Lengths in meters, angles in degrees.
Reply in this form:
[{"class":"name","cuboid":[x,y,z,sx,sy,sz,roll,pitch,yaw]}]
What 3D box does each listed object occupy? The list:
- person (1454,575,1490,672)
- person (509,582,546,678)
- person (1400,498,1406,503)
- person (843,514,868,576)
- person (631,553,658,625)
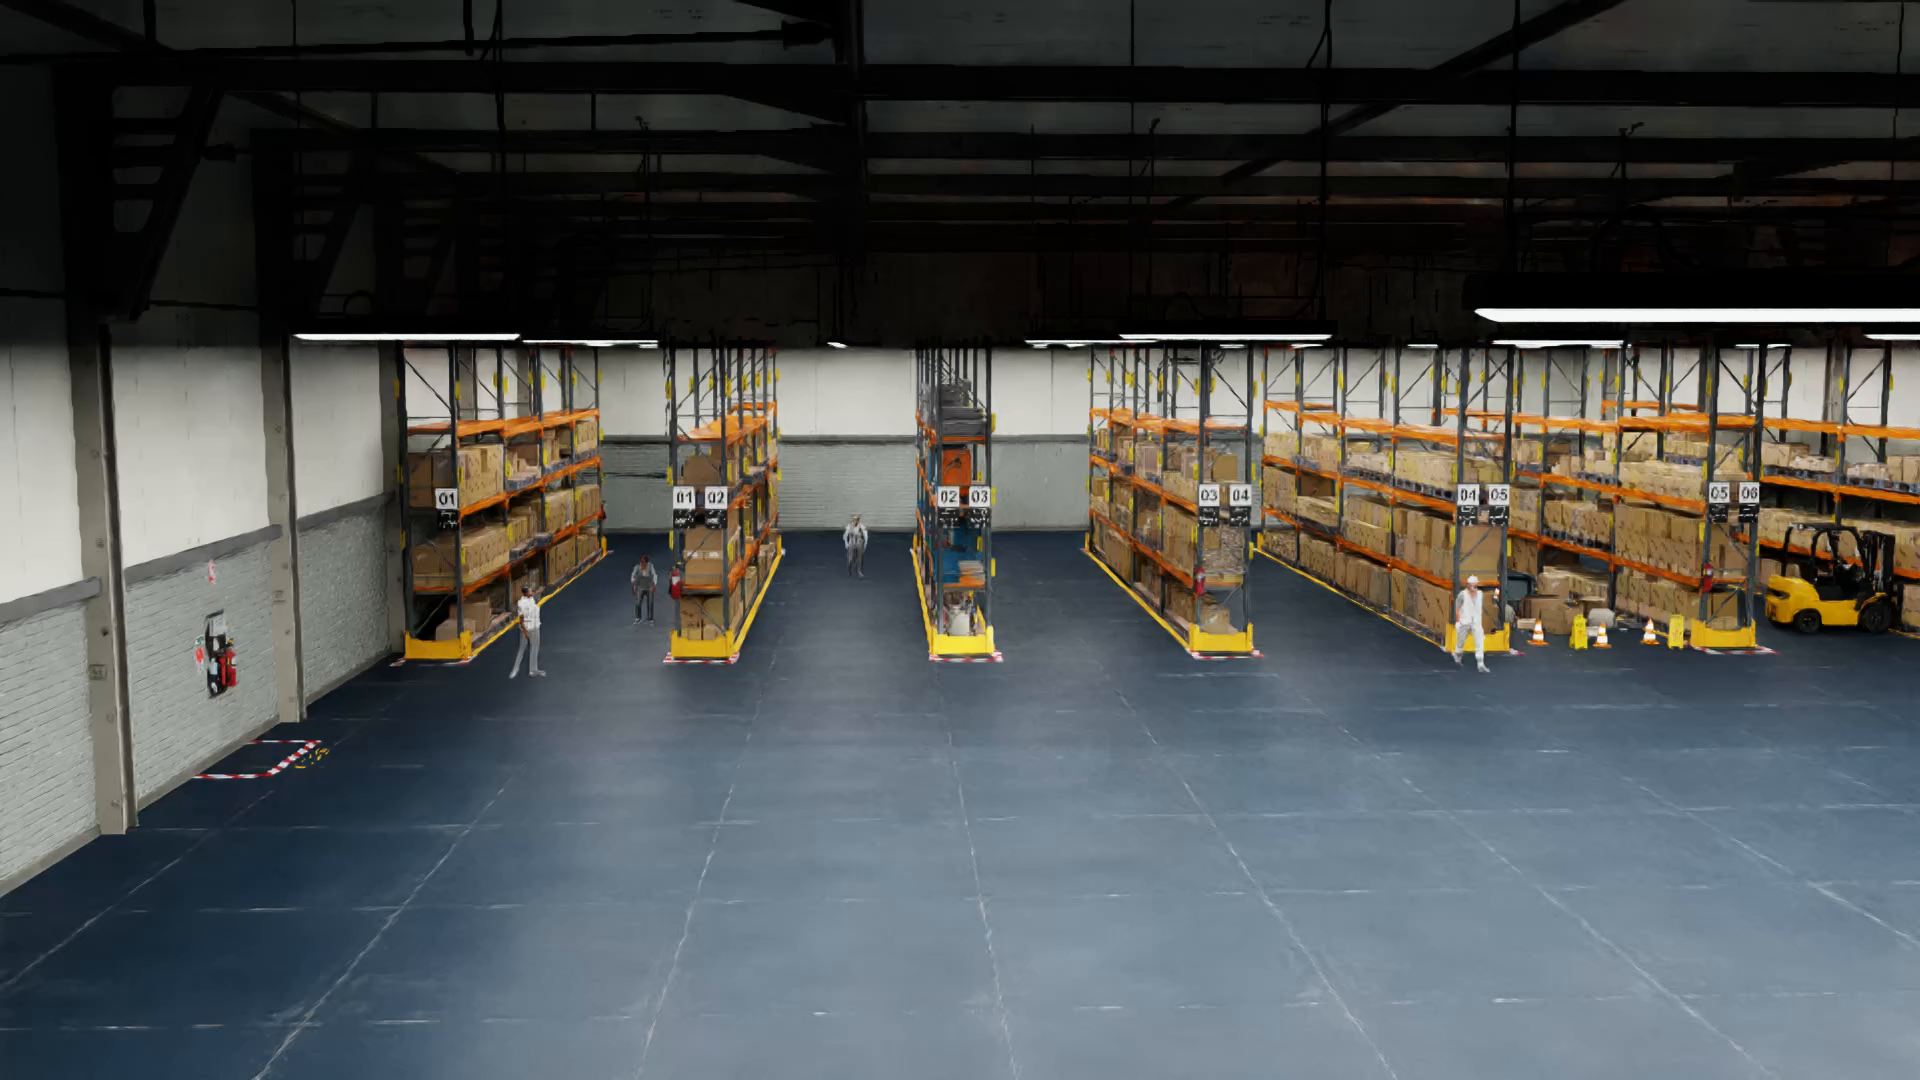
[{"class":"person","cuboid":[9.163,1.474,29.847,0.553,1.709,1.123,0,6,-1]},{"class":"person","cuboid":[-7.657,1.575,29.267,0.439,1.677,0.649,3,7,27]},{"class":"person","cuboid":[12.622,-0.454,47.420,0.481,1.565,1.085,0,6,0]},{"class":"person","cuboid":[-2.646,0.125,42.244,0.639,1.632,0.506,-1,7,-5]},{"class":"person","cuboid":[-6.587,1.027,34.706,0.566,1.541,0.519,-1,7,-5]}]
